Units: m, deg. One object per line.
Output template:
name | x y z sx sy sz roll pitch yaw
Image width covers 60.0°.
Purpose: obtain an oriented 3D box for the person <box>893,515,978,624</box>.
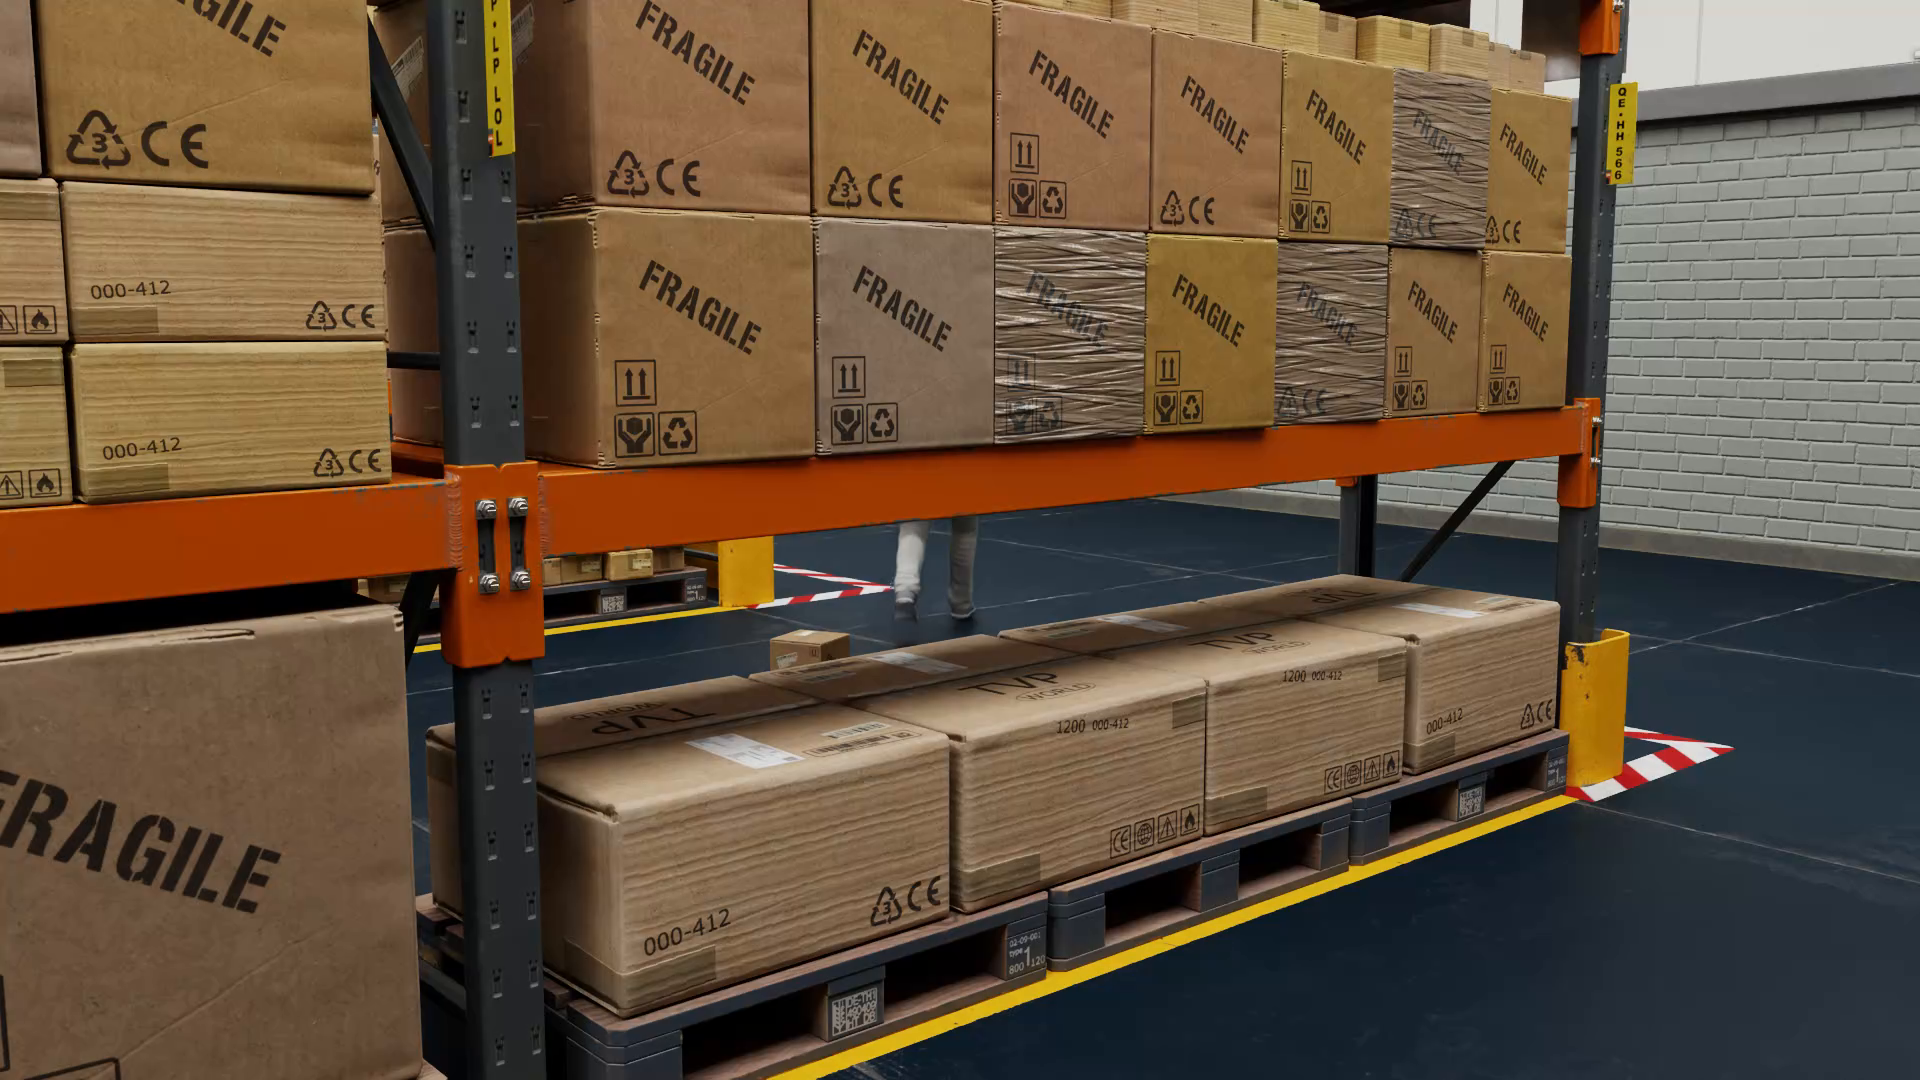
person | -0.117 -0.362 8.462 0.473 1.616 0.949 1 8 7
